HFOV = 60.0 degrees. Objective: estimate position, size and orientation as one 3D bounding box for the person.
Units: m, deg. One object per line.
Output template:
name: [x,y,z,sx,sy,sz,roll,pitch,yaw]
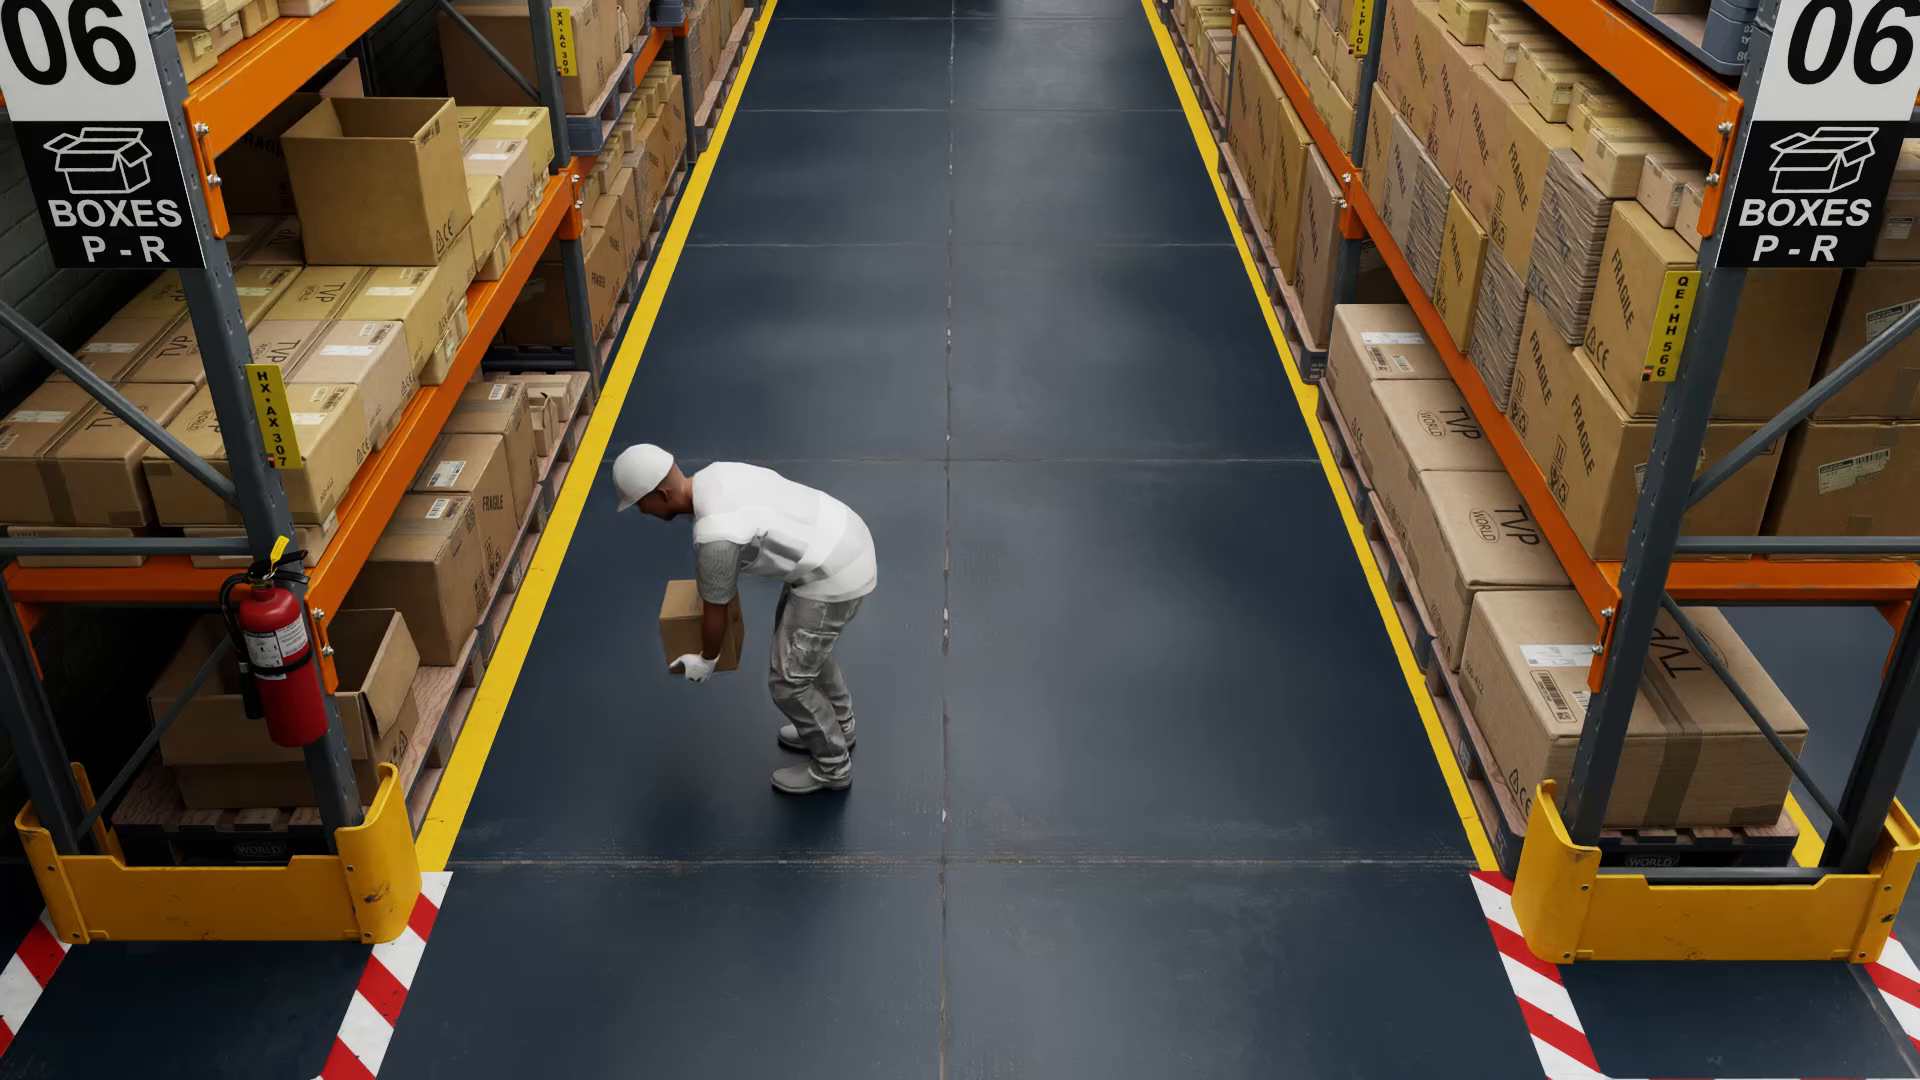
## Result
person: [-0.744,0.268,6.044,0.897,1.396,0.499,-1,31,-2]
